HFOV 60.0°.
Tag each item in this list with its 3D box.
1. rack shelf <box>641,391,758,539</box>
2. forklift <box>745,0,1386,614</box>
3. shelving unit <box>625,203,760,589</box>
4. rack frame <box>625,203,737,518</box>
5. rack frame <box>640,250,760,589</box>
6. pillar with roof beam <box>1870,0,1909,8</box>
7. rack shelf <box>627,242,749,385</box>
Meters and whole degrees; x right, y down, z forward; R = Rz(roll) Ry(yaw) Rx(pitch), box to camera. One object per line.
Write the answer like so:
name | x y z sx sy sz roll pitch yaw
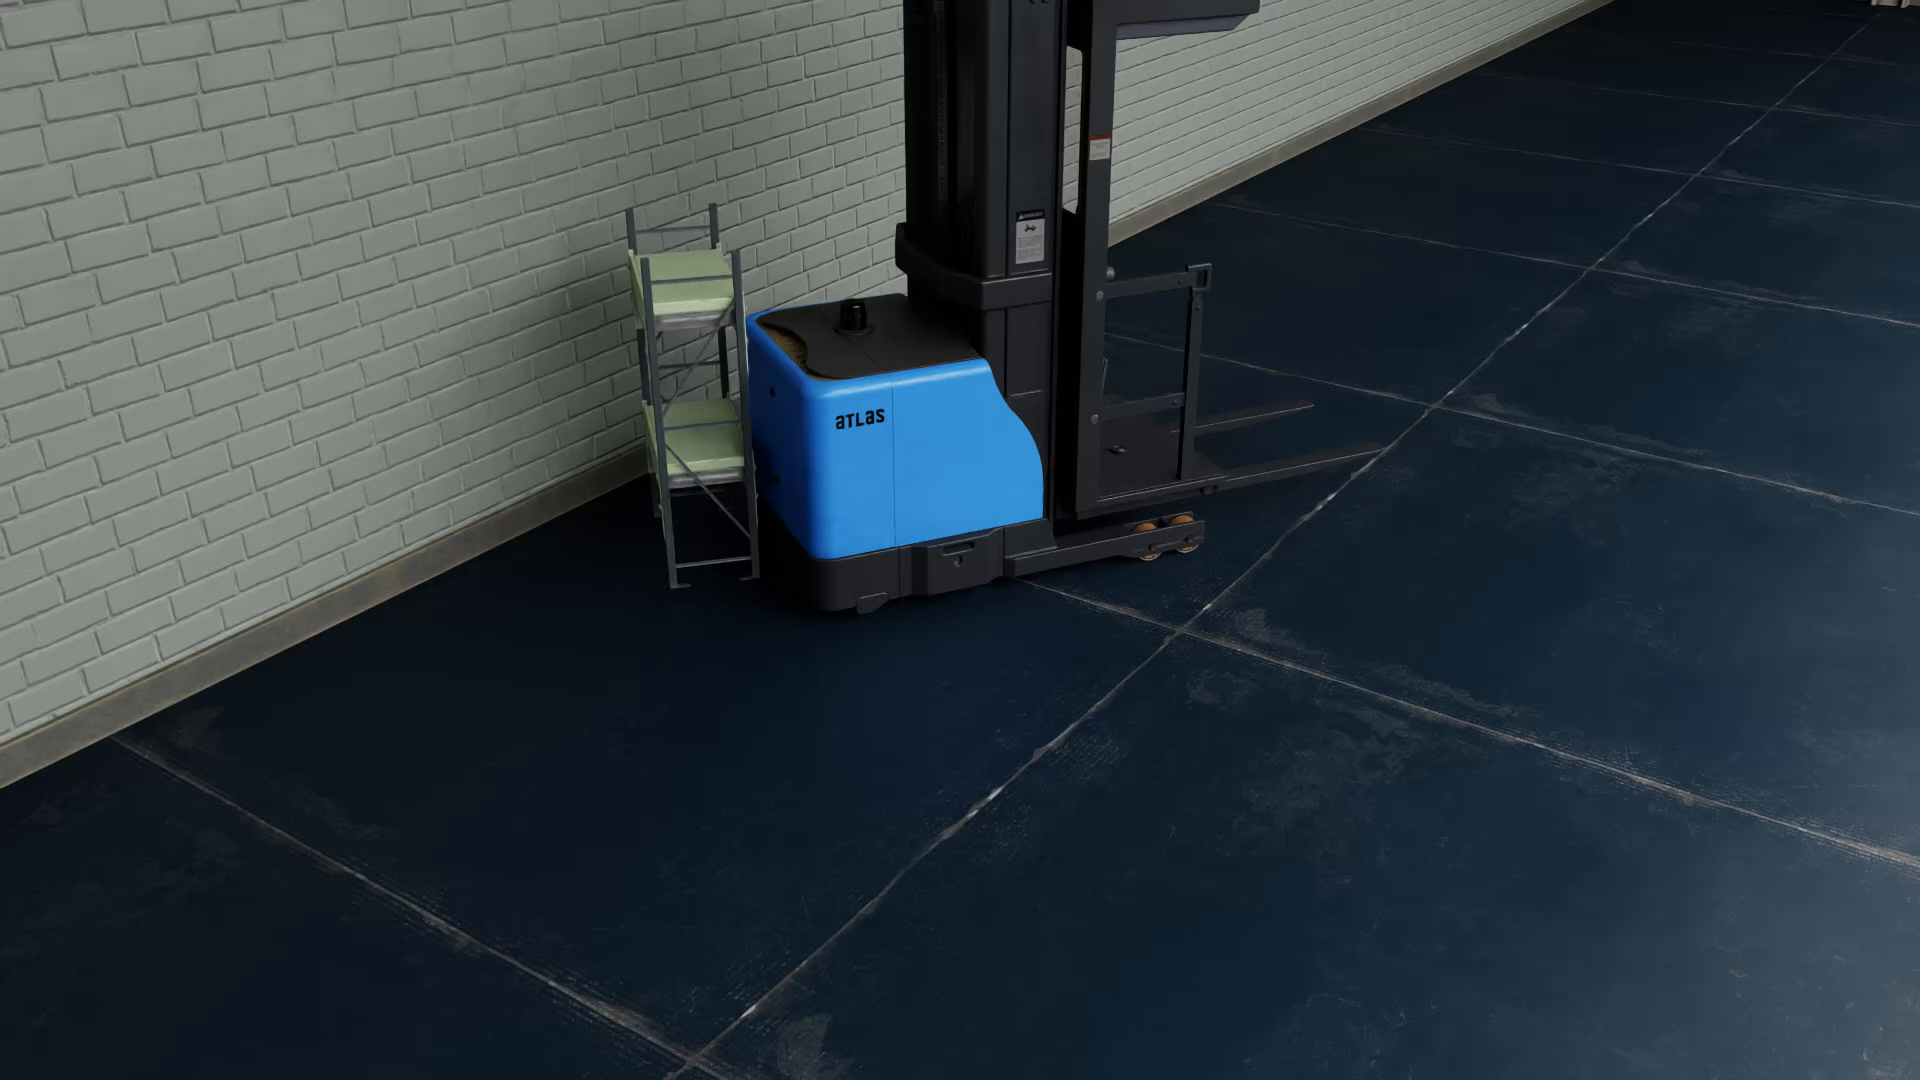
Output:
rack shelf | -1.180 -0.350 7.503 0.431 0.370 0.720 -7 28 -13
forklift | 0.570 -1.420 7.308 3.031 2.935 1.130 -11 29 -21
shelving unit | -1.180 -0.641 7.356 0.431 1.500 0.755 -7 28 -13
rack frame | -1.273 -0.801 7.671 0.400 1.500 0.023 -7 28 -13
rack frame | -1.086 -0.480 7.040 0.400 1.500 0.023 -7 28 -13
pillar with roof beam | 9.351 -9.190 15.888 0.400 9.000 9.100 17 32 30
rack shelf | -1.180 -0.989 7.179 0.431 0.370 0.720 -7 28 -13
